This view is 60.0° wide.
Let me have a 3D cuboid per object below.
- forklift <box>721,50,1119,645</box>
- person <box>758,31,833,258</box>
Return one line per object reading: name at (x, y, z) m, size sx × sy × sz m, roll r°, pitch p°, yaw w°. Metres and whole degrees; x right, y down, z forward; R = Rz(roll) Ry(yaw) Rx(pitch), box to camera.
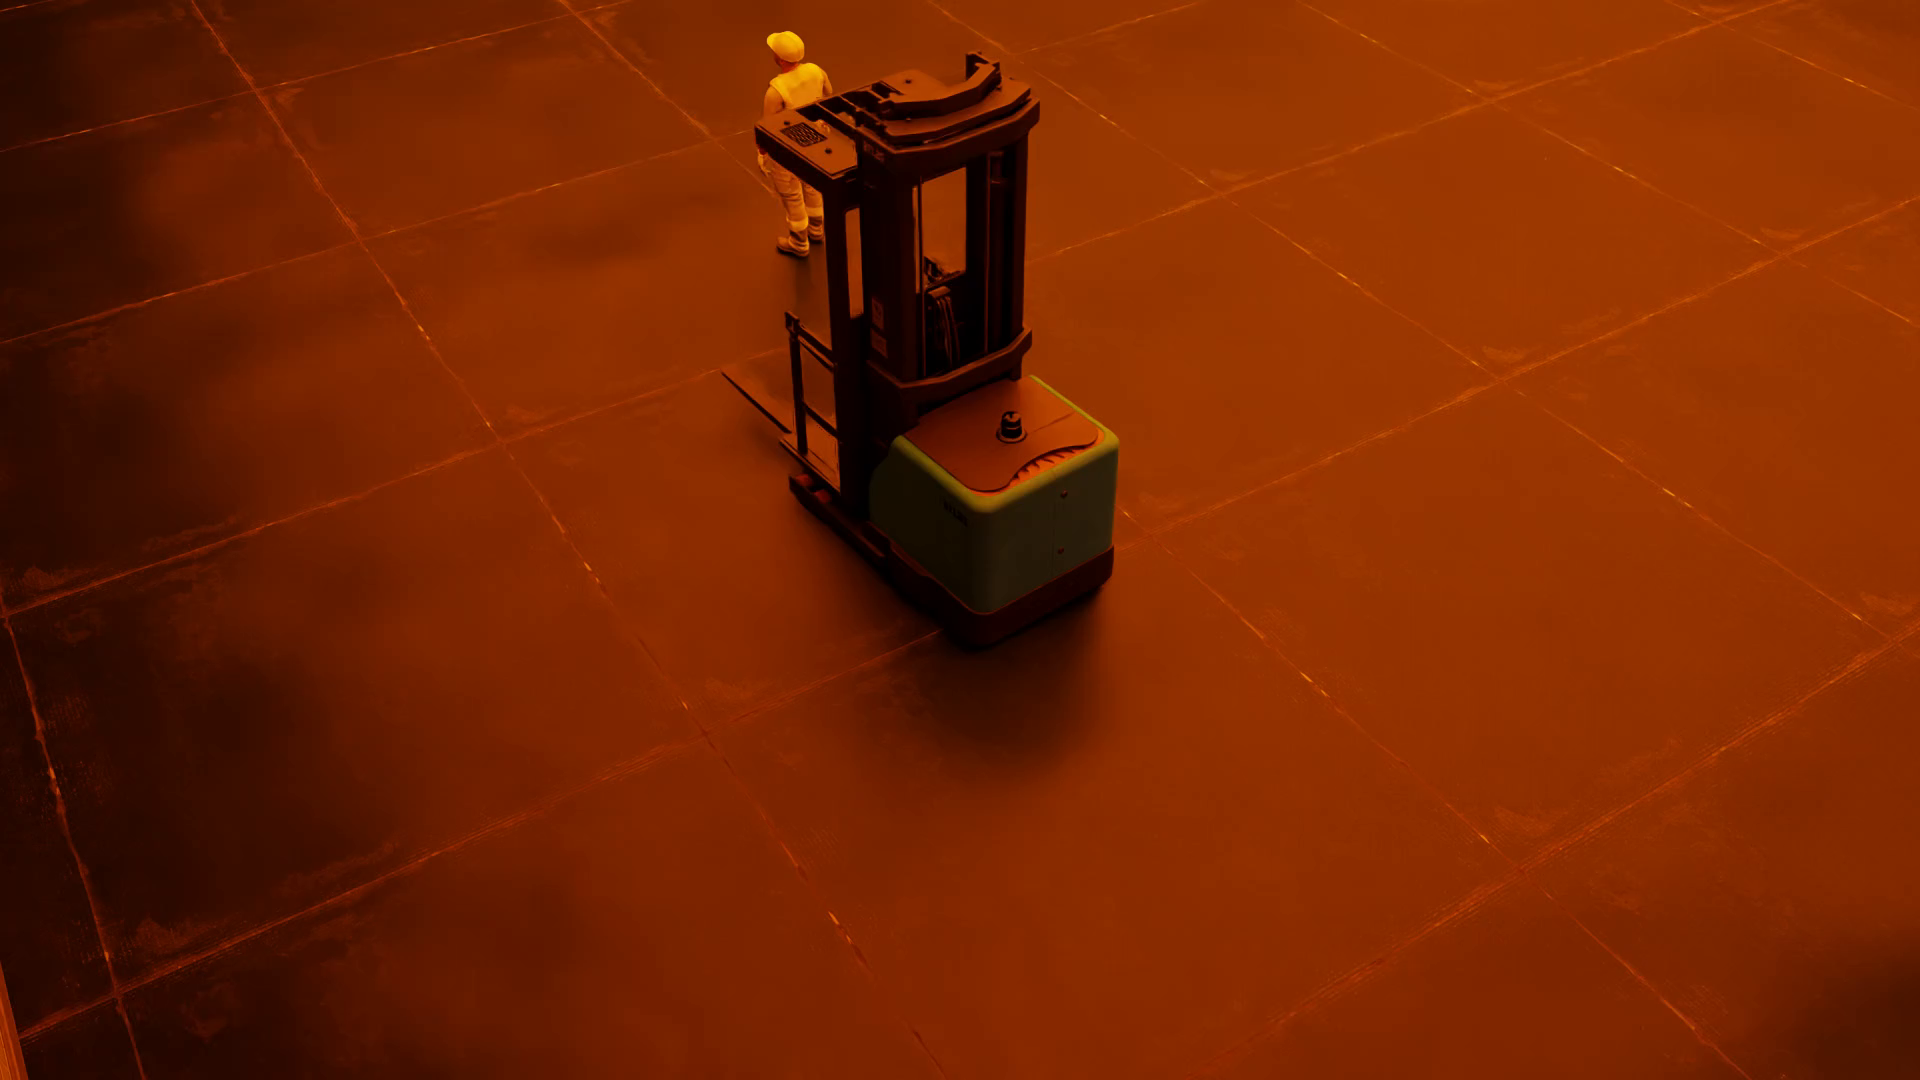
forklift at (-0.406, -1.429, 9.507) m, size 1.130 × 2.935 × 3.031 m, roll -27°, pitch 48°, yaw -27°
person at (-1.230, -2.876, 12.020) m, size 0.637 × 1.788 × 0.560 m, roll -30°, pitch 49°, yaw -30°
